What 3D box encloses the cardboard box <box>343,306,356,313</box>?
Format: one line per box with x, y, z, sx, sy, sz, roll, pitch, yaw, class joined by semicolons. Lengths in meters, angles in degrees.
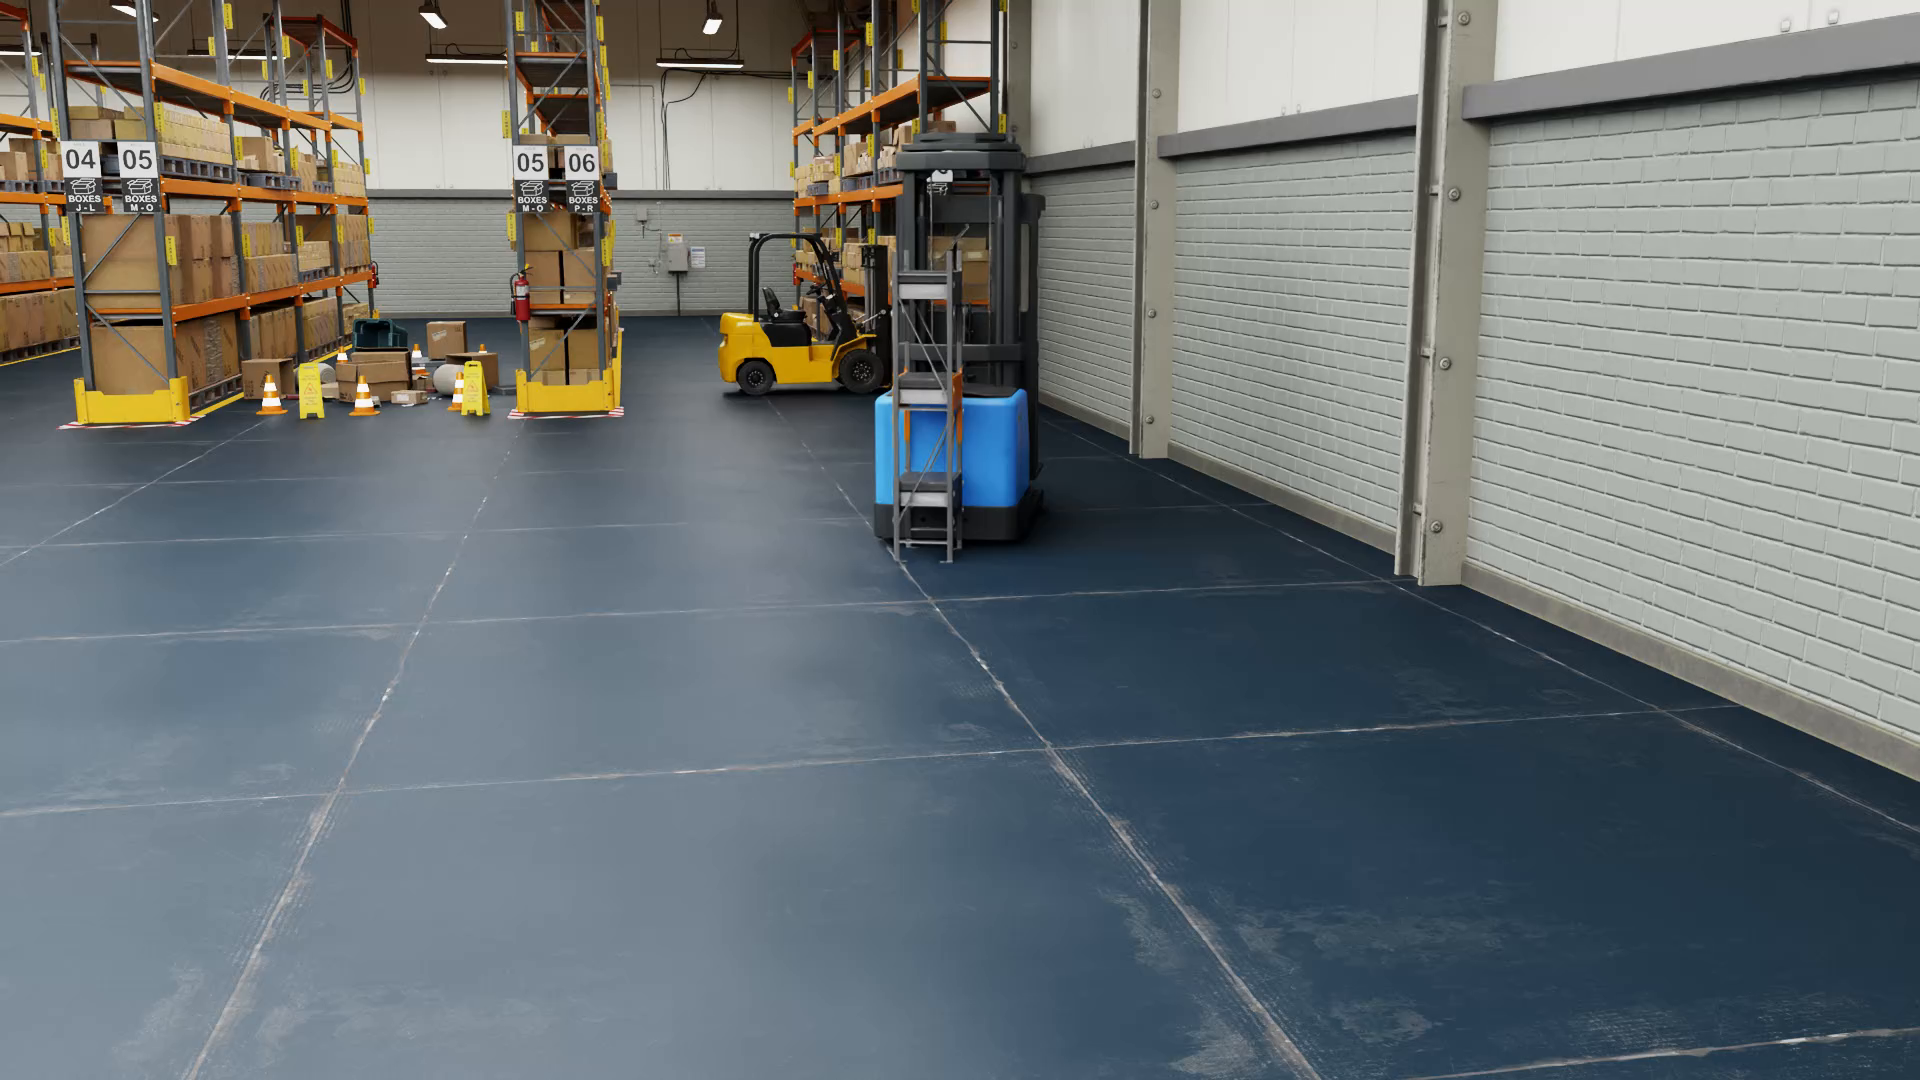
-12.274;-4.586;33.181;0.380;0.149;0.250;-3;11;-13;cardboard box

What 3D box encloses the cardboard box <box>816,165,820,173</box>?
-2.515;-7.003;31.431;0.380;0.149;0.250;-2;11;-12;cardboard box

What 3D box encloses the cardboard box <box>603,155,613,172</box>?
-5.381;-5.542;24.548;0.500;0.250;0.500;-2;11;-13;cardboard box

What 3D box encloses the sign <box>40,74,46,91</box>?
-18.261;-9.119;33.121;0.100;0.325;0.005;-2;11;-11;sign

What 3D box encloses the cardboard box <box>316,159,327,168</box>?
-11.871;-6.986;30.856;0.380;0.149;0.250;-2;11;-12;cardboard box

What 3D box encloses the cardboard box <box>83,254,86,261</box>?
-17.058;-5.366;31.973;0.500;0.250;0.500;-2;11;-11;cardboard box

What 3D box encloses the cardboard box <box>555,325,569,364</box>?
-5.399;-2.538;21.732;0.500;0.500;0.500;-2;11;-9;cardboard box

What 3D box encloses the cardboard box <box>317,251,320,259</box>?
-11.577;-5.055;29.484;0.380;0.149;0.250;-3;11;-14;cardboard box

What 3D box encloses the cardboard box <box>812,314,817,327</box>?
-2.814;-4.483;33.916;0.396;0.266;0.258;-2;11;-9;cardboard box

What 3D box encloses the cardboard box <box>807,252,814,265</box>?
-2.883;-5.803;34.268;0.500;0.250;0.500;-2;11;-11;cardboard box

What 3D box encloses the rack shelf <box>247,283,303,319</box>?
-10.885;-3.629;25.165;1.077;0.370;4.000;-2;11;-11;rack shelf

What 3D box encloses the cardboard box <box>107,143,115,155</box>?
-10.164;-4.583;19.510;0.380;0.149;0.250;-2;11;-11;cardboard box

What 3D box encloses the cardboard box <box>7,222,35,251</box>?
-16.805;-5.346;29.312;0.797;0.503;0.637;-2;11;-12;cardboard box

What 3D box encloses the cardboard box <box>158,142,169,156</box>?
-9.470;-4.562;19.403;0.380;0.149;0.250;-2;11;-11;cardboard box

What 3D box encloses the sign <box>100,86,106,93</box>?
-17.180;-9.117;33.318;0.100;0.325;0.005;-2;11;-11;sign

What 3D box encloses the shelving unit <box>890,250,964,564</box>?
-0.218;-0.921;11.417;0.431;2.100;0.503;1;11;7;shelving unit

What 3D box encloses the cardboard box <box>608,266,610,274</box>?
-5.684;-4.250;26.053;0.380;0.149;0.250;-2;11;-9;cardboard box

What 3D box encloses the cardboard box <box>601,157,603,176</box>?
-5.310;-5.289;23.544;0.500;0.250;0.500;-2;11;-12;cardboard box

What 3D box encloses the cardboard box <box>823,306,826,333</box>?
-2.362;-4.247;32.049;0.500;0.500;0.500;-2;11;-12;cardboard box

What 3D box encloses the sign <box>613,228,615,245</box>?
-6.686;-5.833;31.935;0.100;0.325;0.005;-2;11;-11;sign

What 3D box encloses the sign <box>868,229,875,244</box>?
-1.323;-4.504;24.952;0.100;0.325;0.005;-2;11;-11;sign

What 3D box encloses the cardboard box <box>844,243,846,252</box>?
-1.797;-5.028;28.587;0.380;0.149;0.250;-2;11;-9;cardboard box

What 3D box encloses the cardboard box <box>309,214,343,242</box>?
-11.901;-5.861;31.231;0.500;0.500;0.500;-2;11;-10;cardboard box

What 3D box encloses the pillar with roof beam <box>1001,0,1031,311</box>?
-3.488;-6.213;20.771;9.100;9.000;0.400;-2;11;-11;pillar with roof beam

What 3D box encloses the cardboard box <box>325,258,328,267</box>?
-11.730;-5.053;30.269;0.380;0.149;0.250;-2;11;-11;cardboard box

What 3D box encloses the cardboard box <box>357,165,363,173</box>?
-12.477;-7.608;34.120;0.380;0.149;0.250;-2;11;-12;cardboard box

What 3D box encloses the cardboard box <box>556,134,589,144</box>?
-4.752;-4.895;20.410;0.380;0.149;0.250;-2;11;-11;cardboard box

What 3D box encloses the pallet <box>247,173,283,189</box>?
-10.877;-5.409;25.075;1.003;0.211;1.213;-2;11;-8;pallet

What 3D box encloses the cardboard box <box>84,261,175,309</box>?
-9.835;-3.022;19.651;0.875;0.550;0.550;-2;11;-11;cardboard box

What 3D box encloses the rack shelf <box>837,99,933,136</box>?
-1.181;-6.760;26.637;1.077;0.370;4.000;-2;11;-11;rack shelf

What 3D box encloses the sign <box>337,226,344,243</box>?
-11.509;-5.673;30.881;0.100;0.325;0.005;-2;11;-11;sign

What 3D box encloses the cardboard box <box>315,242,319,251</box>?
-11.586;-5.202;29.460;0.380;0.149;0.250;-2;11;-13;cardboard box

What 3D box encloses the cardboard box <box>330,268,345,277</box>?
-11.786;-5.023;31.239;0.380;0.149;0.250;-2;11;-9;cardboard box

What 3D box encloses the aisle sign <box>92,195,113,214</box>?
-17.435;-6.956;33.768;0.394;0.787;0.004;-2;11;-11;aisle sign

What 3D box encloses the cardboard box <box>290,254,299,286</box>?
-10.923;-4.326;26.633;0.500;0.500;0.500;-2;11;-11;cardboard box

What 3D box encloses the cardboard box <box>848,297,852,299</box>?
-1.994;-4.703;32.709;0.380;0.149;0.250;-3;11;-13;cardboard box

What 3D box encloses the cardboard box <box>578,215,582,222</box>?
-7.533;-6.238;32.270;0.380;0.149;0.250;-2;11;-10;cardboard box

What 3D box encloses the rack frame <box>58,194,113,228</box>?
-17.715;-5.655;33.884;1.000;3.000;0.127;-2;11;-11;rack frame

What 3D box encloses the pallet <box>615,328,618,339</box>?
-7.288;-4.054;32.931;1.003;0.211;1.213;-2;11;-11;pallet

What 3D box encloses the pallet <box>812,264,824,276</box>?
-2.300;-5.218;32.102;1.003;0.211;1.213;-2;11;-11;pallet

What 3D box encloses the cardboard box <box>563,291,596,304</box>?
-4.745;-3.027;20.750;0.380;0.149;0.250;-2;11;-11;cardboard box

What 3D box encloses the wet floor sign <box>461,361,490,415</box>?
-5.895;-1.850;20.192;0.267;0.644;0.232;2;11;9;wet floor sign

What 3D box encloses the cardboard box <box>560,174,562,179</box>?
-5.678;-4.959;22.880;0.380;0.149;0.250;-2;11;-9;cardboard box

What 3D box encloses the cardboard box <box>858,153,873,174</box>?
-1.321;-5.945;26.236;0.500;0.311;0.500;-3;11;-13;cardboard box

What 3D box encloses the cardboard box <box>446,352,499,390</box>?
-6.787;-2.342;23.155;0.500;0.500;0.500;6;12;28;cardboard box

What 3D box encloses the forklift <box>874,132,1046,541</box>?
0.086;-1.657;13.064;1.130;2.935;3.031;1;11;7;forklift

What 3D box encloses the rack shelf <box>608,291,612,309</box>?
-6.049;-3.828;26.209;1.077;0.370;4.000;-2;11;-11;rack shelf

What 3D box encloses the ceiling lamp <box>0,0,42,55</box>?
-20.625;-11.873;34.898;2.000;3.185;0.800;-2;11;-11;ceiling lamp

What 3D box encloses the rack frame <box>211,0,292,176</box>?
-11.274;-7.296;26.464;1.000;3.000;0.127;-2;11;-11;rack frame

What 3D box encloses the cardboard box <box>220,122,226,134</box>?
-10.063;-5.511;22.256;0.380;0.149;0.250;-2;11;-11;cardboard box

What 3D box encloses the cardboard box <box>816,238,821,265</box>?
-2.373;-5.526;31.818;0.700;0.500;0.500;-2;11;-10;cardboard box

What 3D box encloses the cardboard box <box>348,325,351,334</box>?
-11.860;-4.016;31.776;0.380;0.149;0.250;-2;11;-9;cardboard box

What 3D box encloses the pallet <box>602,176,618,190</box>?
-5.881;-5.503;25.565;1.213;0.211;1.003;-2;11;-11;pallet
